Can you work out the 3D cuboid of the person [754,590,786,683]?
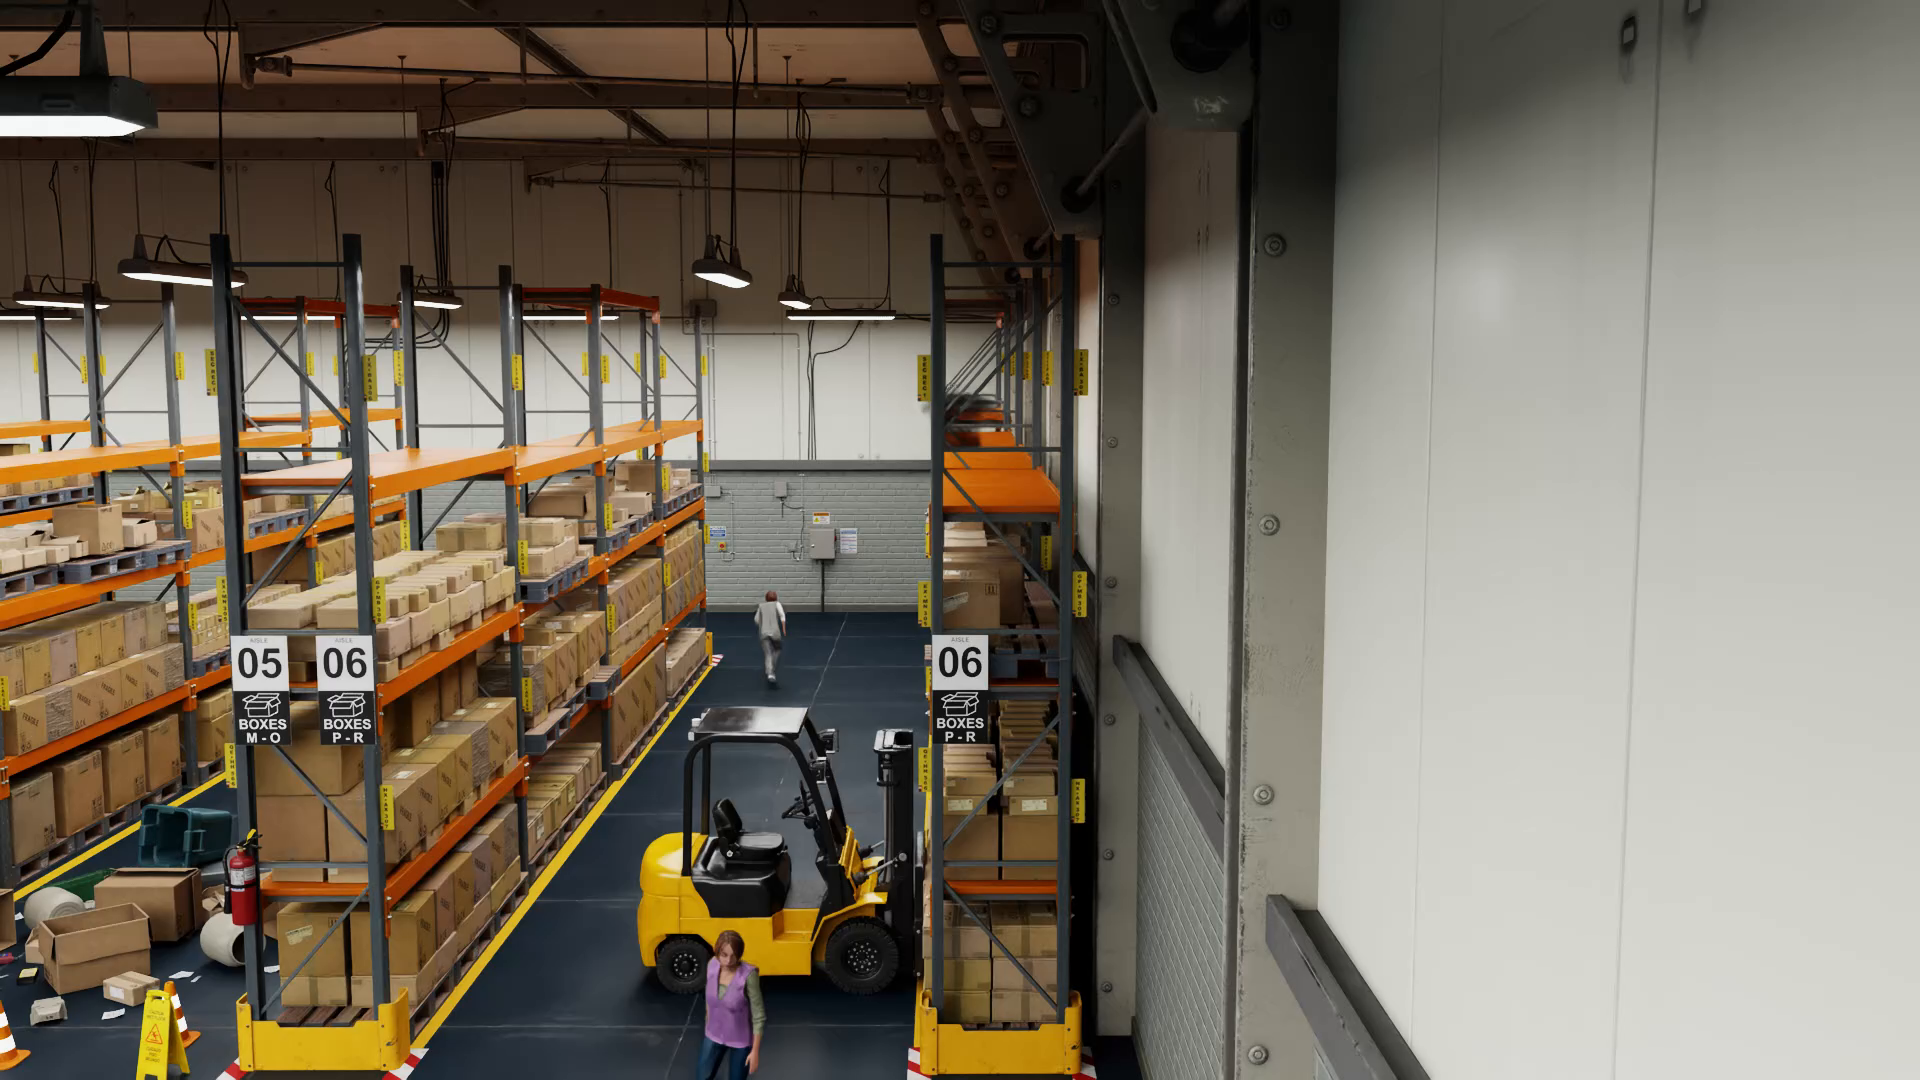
[{"bbox_3d":[-3.032,1.567,26.336,0.535,1.426,0.980,0,6,4],"label":"person"}]

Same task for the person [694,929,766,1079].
[{"bbox_3d":[-1.483,3.241,10.752,0.568,1.513,0.535,2,7,15],"label":"person"}]
